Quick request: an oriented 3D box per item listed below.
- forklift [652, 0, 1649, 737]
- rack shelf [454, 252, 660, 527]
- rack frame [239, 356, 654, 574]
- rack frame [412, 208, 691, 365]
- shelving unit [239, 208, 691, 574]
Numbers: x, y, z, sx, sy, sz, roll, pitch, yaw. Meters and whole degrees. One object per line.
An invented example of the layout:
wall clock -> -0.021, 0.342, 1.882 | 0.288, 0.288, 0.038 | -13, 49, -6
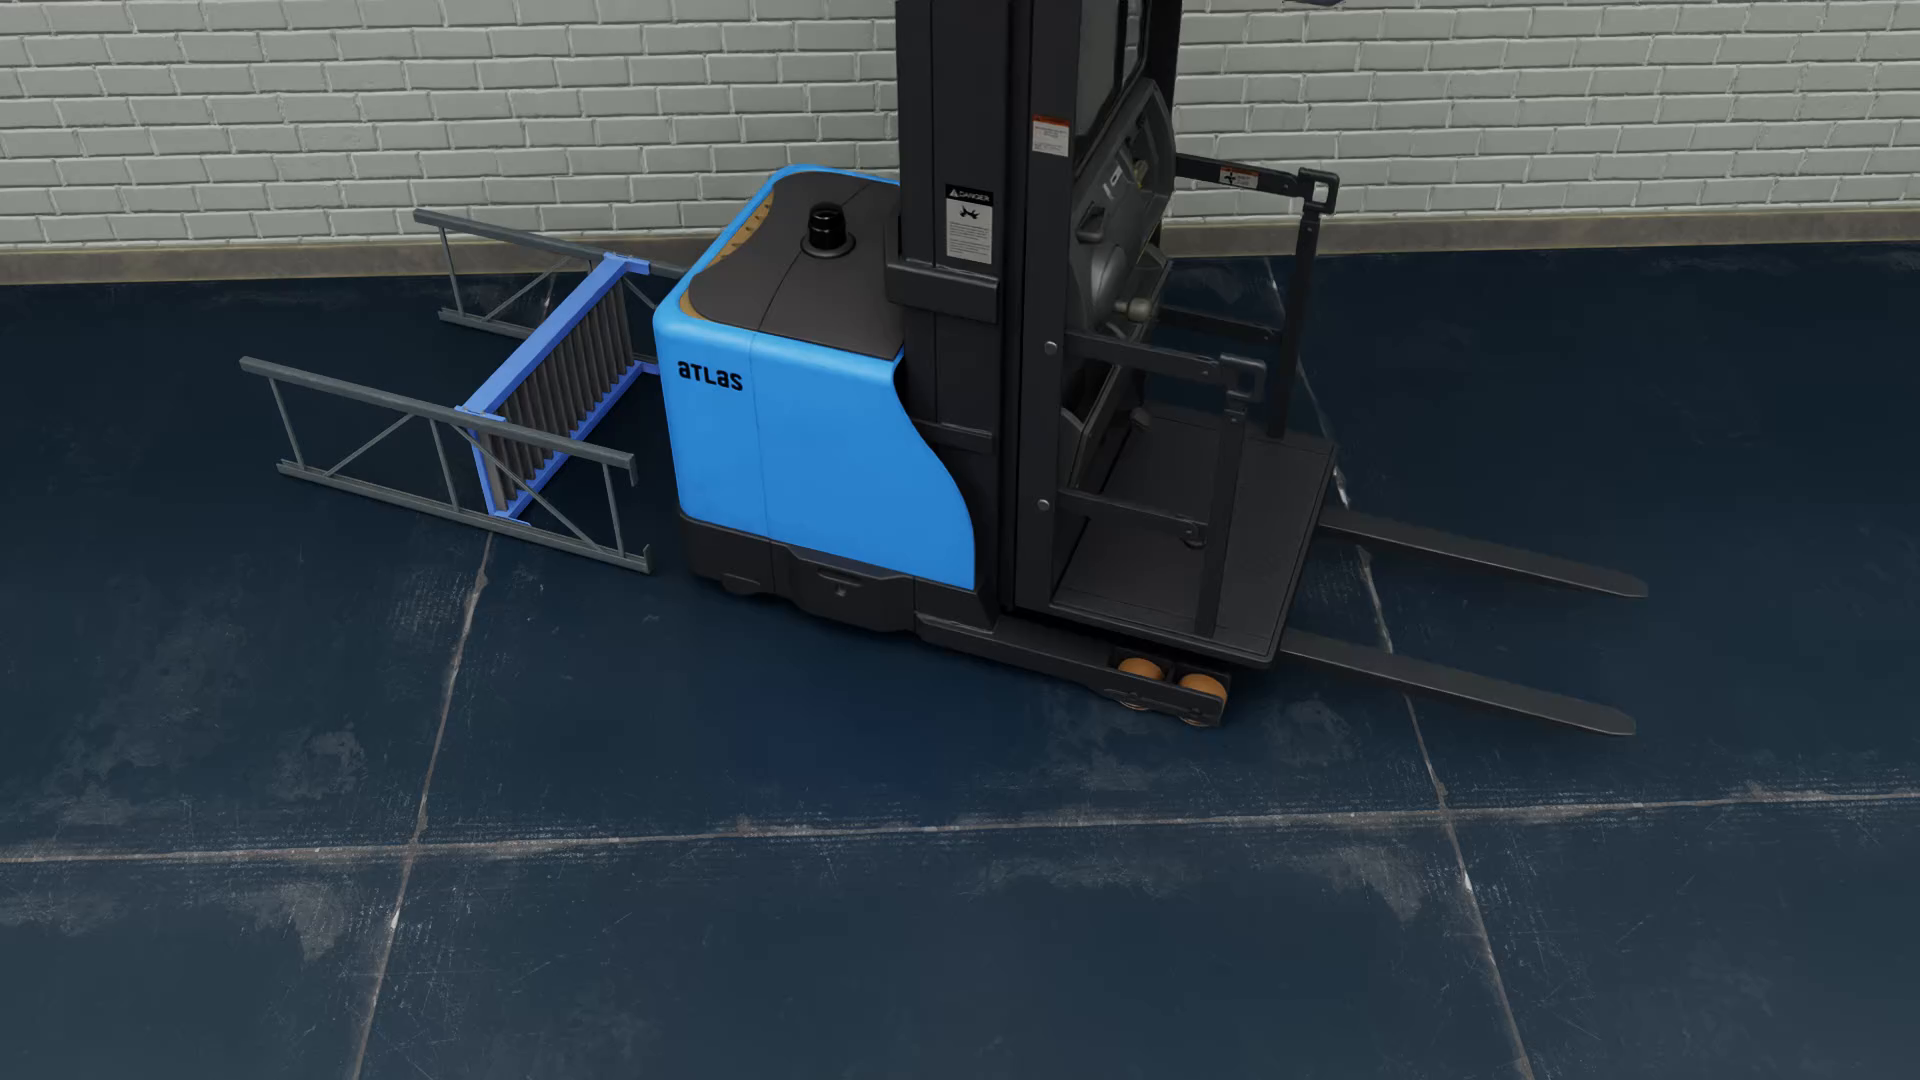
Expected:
forklift -> 0.643, -0.914, 4.578 | 3.031, 2.935, 1.130 | 14, 44, 15
rack shelf -> -1.395, -0.535, 5.936 | 0.185, 0.538, 1.000 | 14, 44, 15
rack frame -> -1.742, -0.257, 5.632 | 1.500, 0.500, 0.032 | 14, 44, 15
rack frame -> -1.384, -0.900, 6.333 | 1.500, 0.500, 0.032 | 14, 44, 15
shelving unit -> -1.563, -0.578, 5.982 | 1.500, 0.538, 1.048 | 14, 44, 15
